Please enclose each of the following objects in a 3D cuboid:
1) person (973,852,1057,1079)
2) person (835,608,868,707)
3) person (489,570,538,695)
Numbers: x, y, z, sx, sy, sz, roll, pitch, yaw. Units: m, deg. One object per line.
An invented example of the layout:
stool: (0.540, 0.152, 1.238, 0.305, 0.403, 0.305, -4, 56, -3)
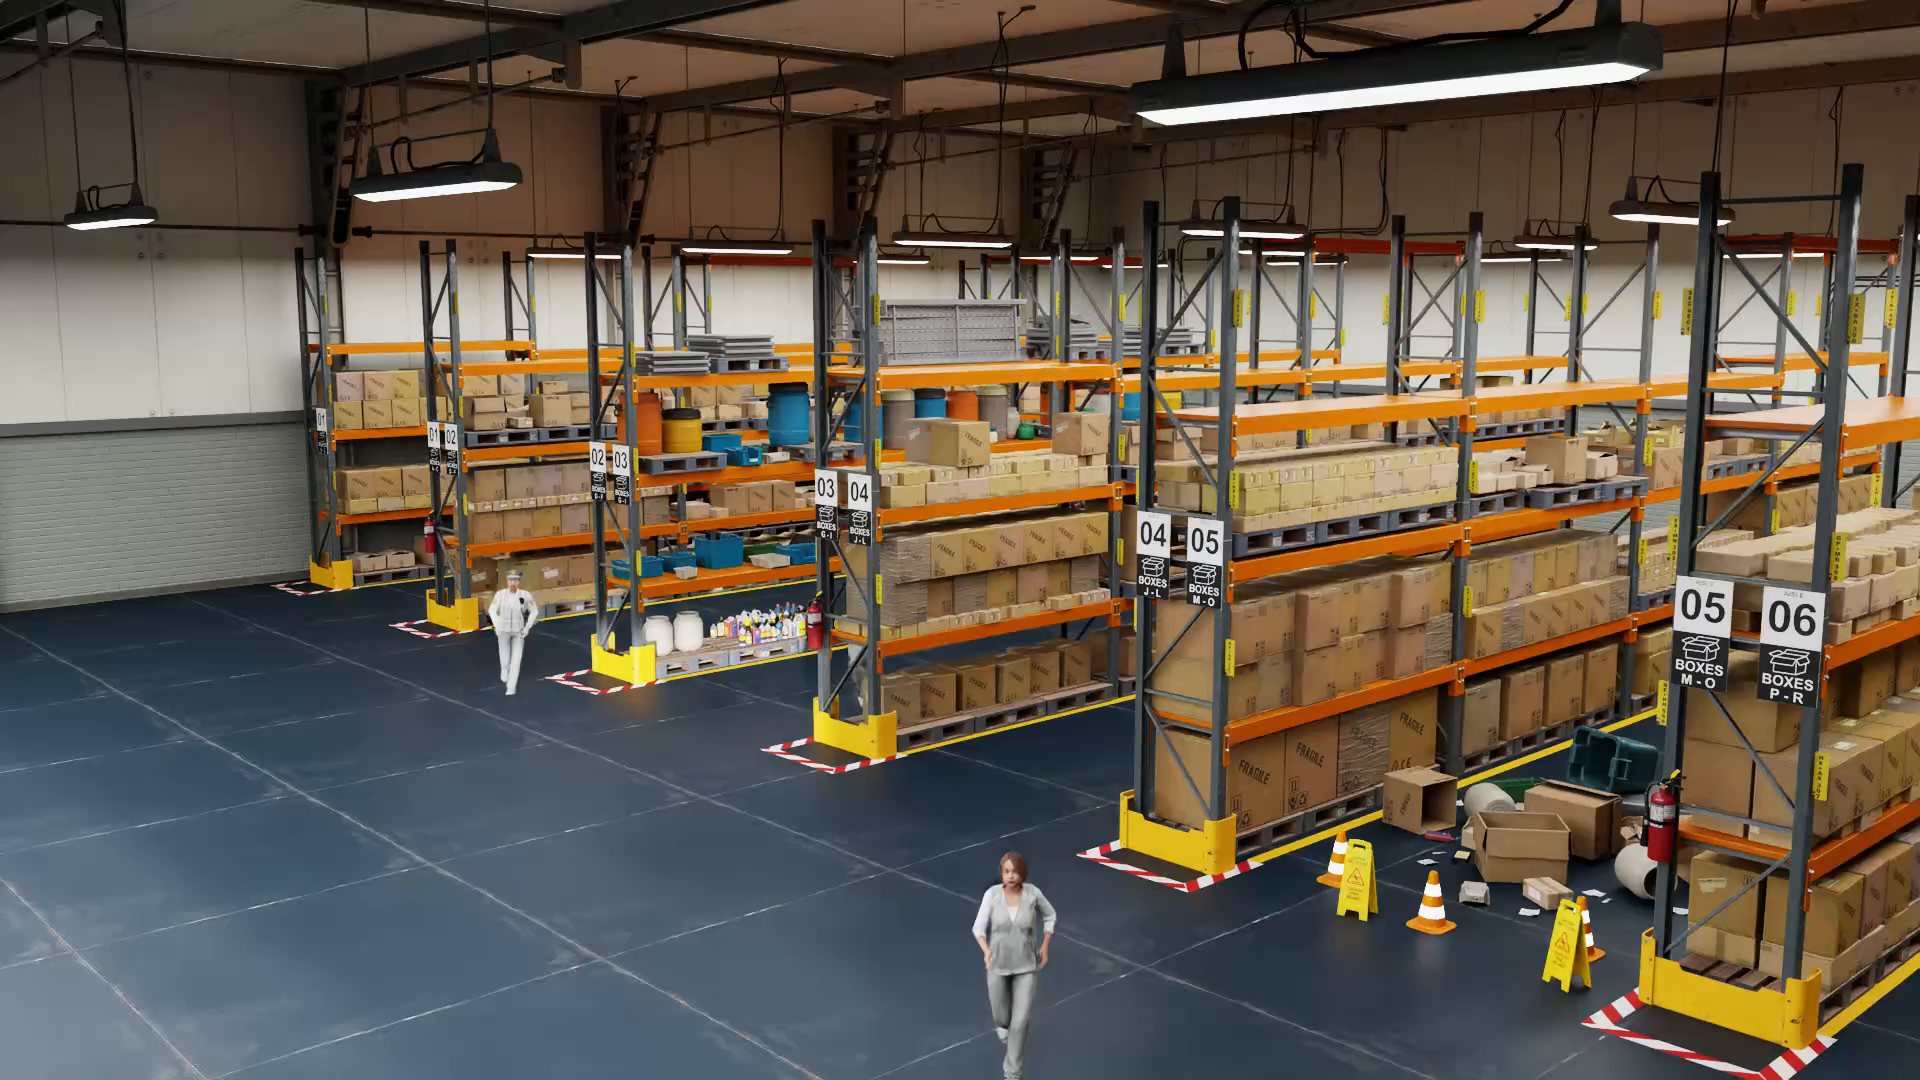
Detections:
person: (0.358, 2.814, 10.950, 0.552, 1.584, 0.805, 1, 8, 4)
person: (-1.280, 1.286, 20.946, 0.548, 1.655, 0.616, 8, 11, 43)
person: (-5.842, 1.172, 21.793, 0.623, 1.648, 0.592, -3, 9, -18)
